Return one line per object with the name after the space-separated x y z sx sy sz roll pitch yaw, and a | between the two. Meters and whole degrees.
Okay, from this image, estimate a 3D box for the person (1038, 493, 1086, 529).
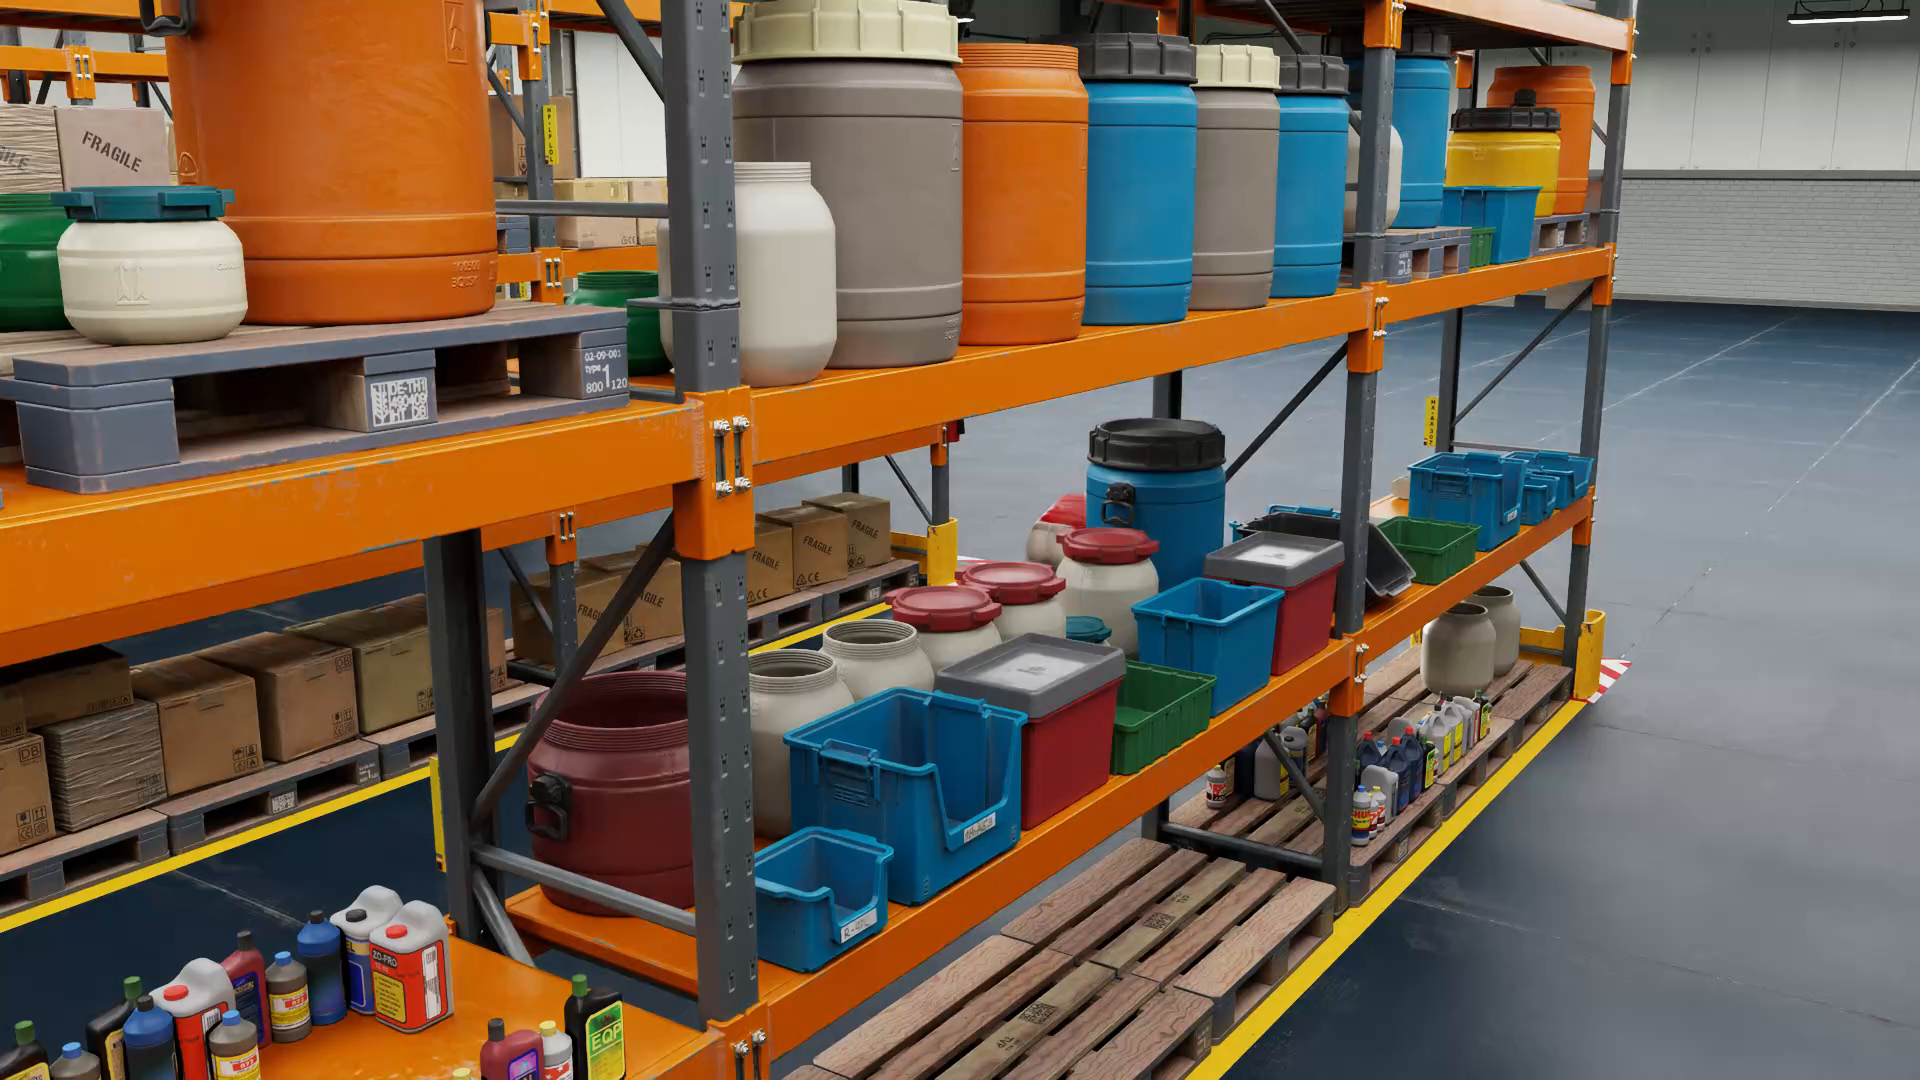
0.845 0.050 12.014 0.481 0.794 0.803 8 15 31 | person
